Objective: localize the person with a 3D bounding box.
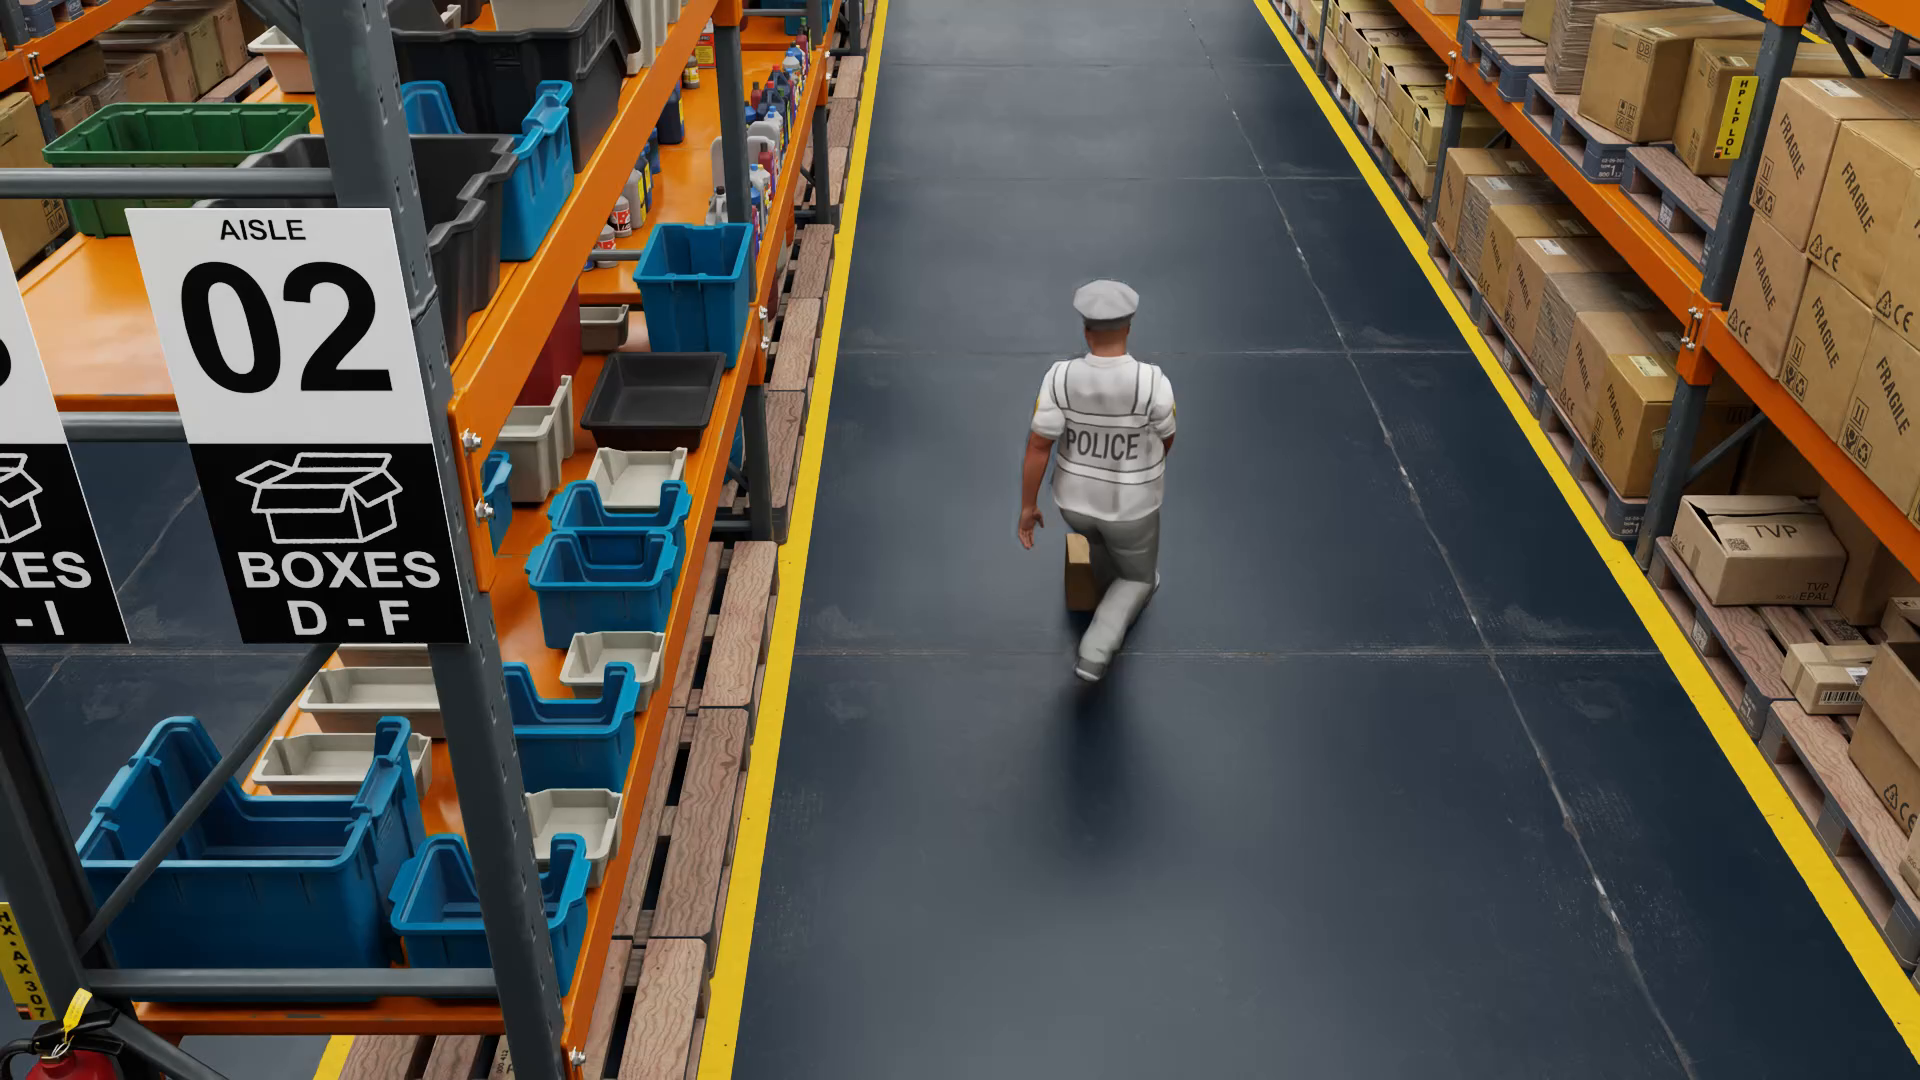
[{"bbox_3d":[0.606,-0.253,6.628,0.534,1.659,1.033,14,34,22],"label":"person"}]
